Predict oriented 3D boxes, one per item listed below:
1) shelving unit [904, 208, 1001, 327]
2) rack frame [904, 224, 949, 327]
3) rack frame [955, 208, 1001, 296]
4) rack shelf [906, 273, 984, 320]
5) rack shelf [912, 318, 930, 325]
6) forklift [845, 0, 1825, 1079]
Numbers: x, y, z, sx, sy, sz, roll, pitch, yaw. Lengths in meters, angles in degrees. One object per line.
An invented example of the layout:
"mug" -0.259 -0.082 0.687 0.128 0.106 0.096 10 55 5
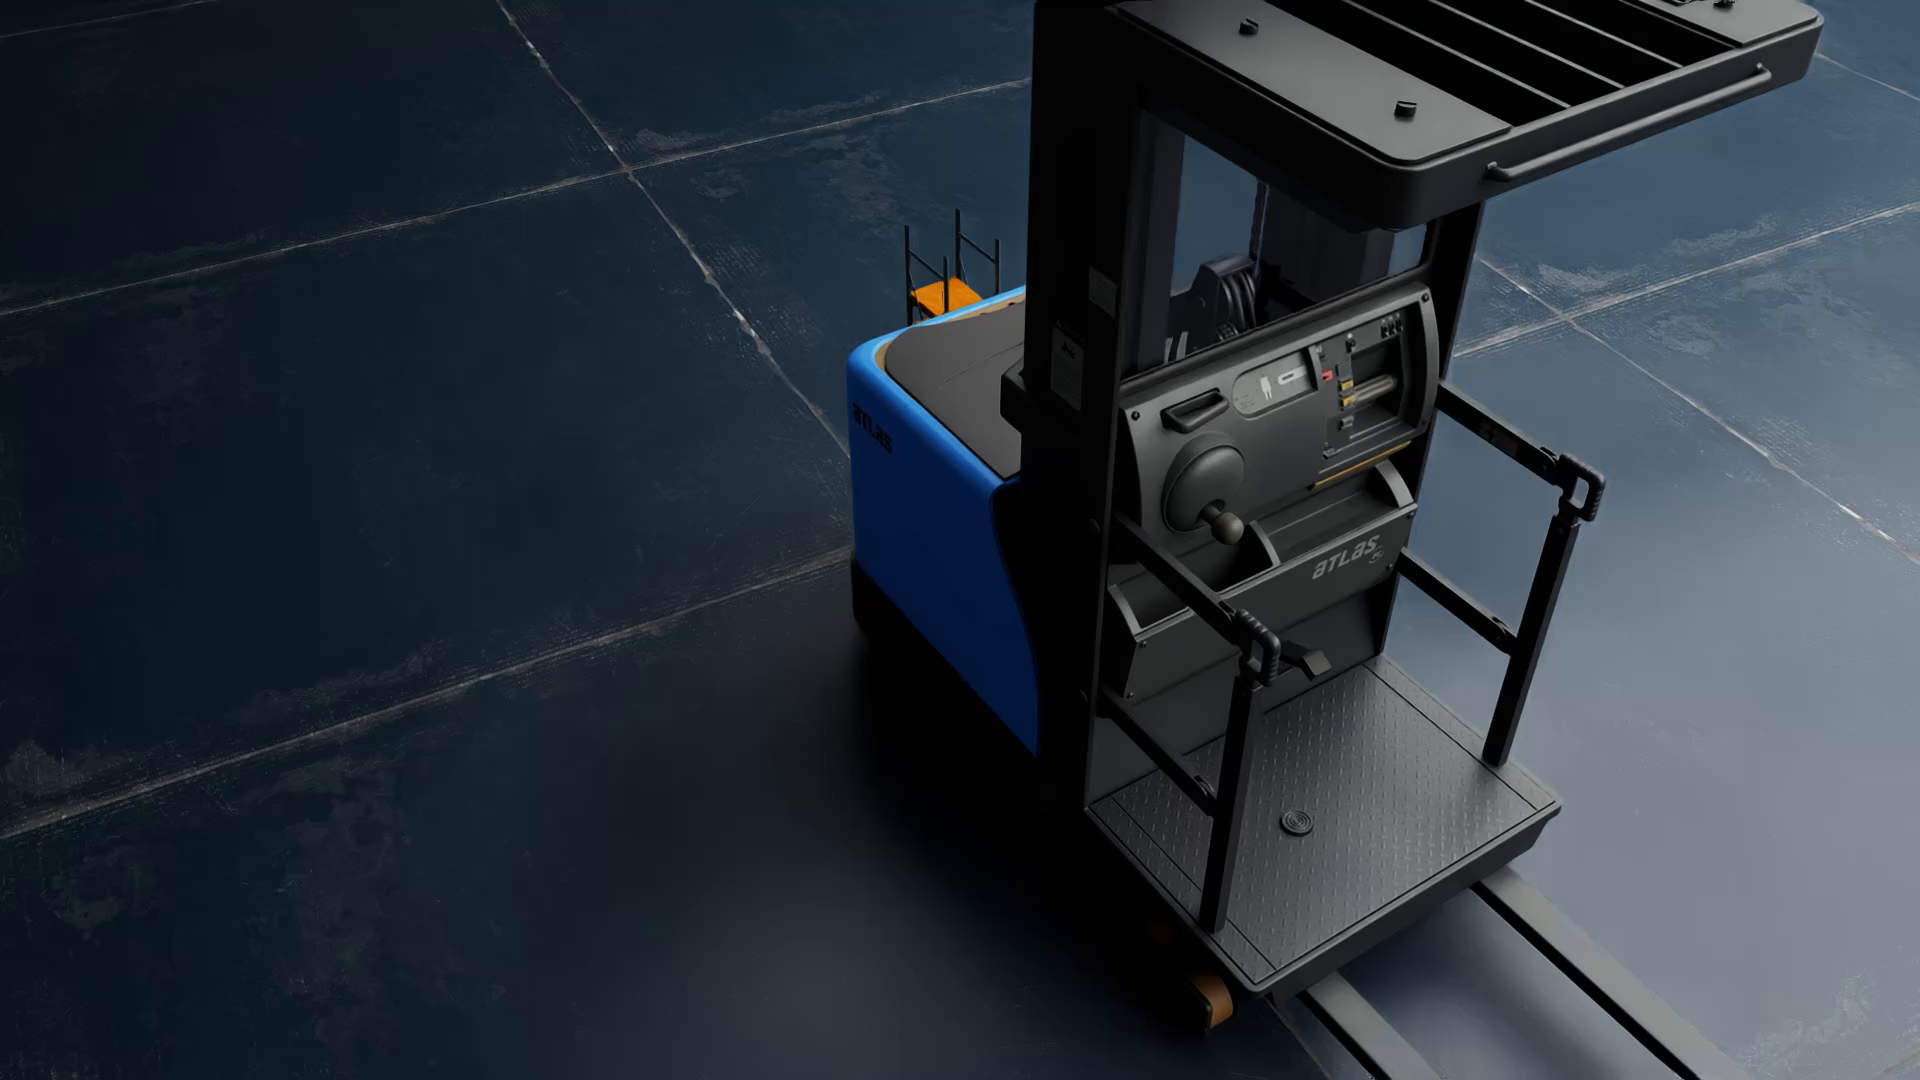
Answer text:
"shelving unit" -0.020 -0.463 5.367 0.189 1.200 0.258 -23 45 -24
"rack frame" -0.097 -0.430 5.329 0.006 1.200 0.240 -23 45 -24
"rack frame" 0.056 -0.495 5.404 0.006 1.200 0.240 -23 45 -24
"rack shelf" -0.022 -0.703 5.162 0.180 0.103 0.258 -23 45 -24
"rack shelf" -0.022 -0.612 5.240 0.180 0.103 0.258 -23 45 -24
"forklift" 0.884 -0.221 3.742 1.130 2.935 3.031 -23 45 -25
